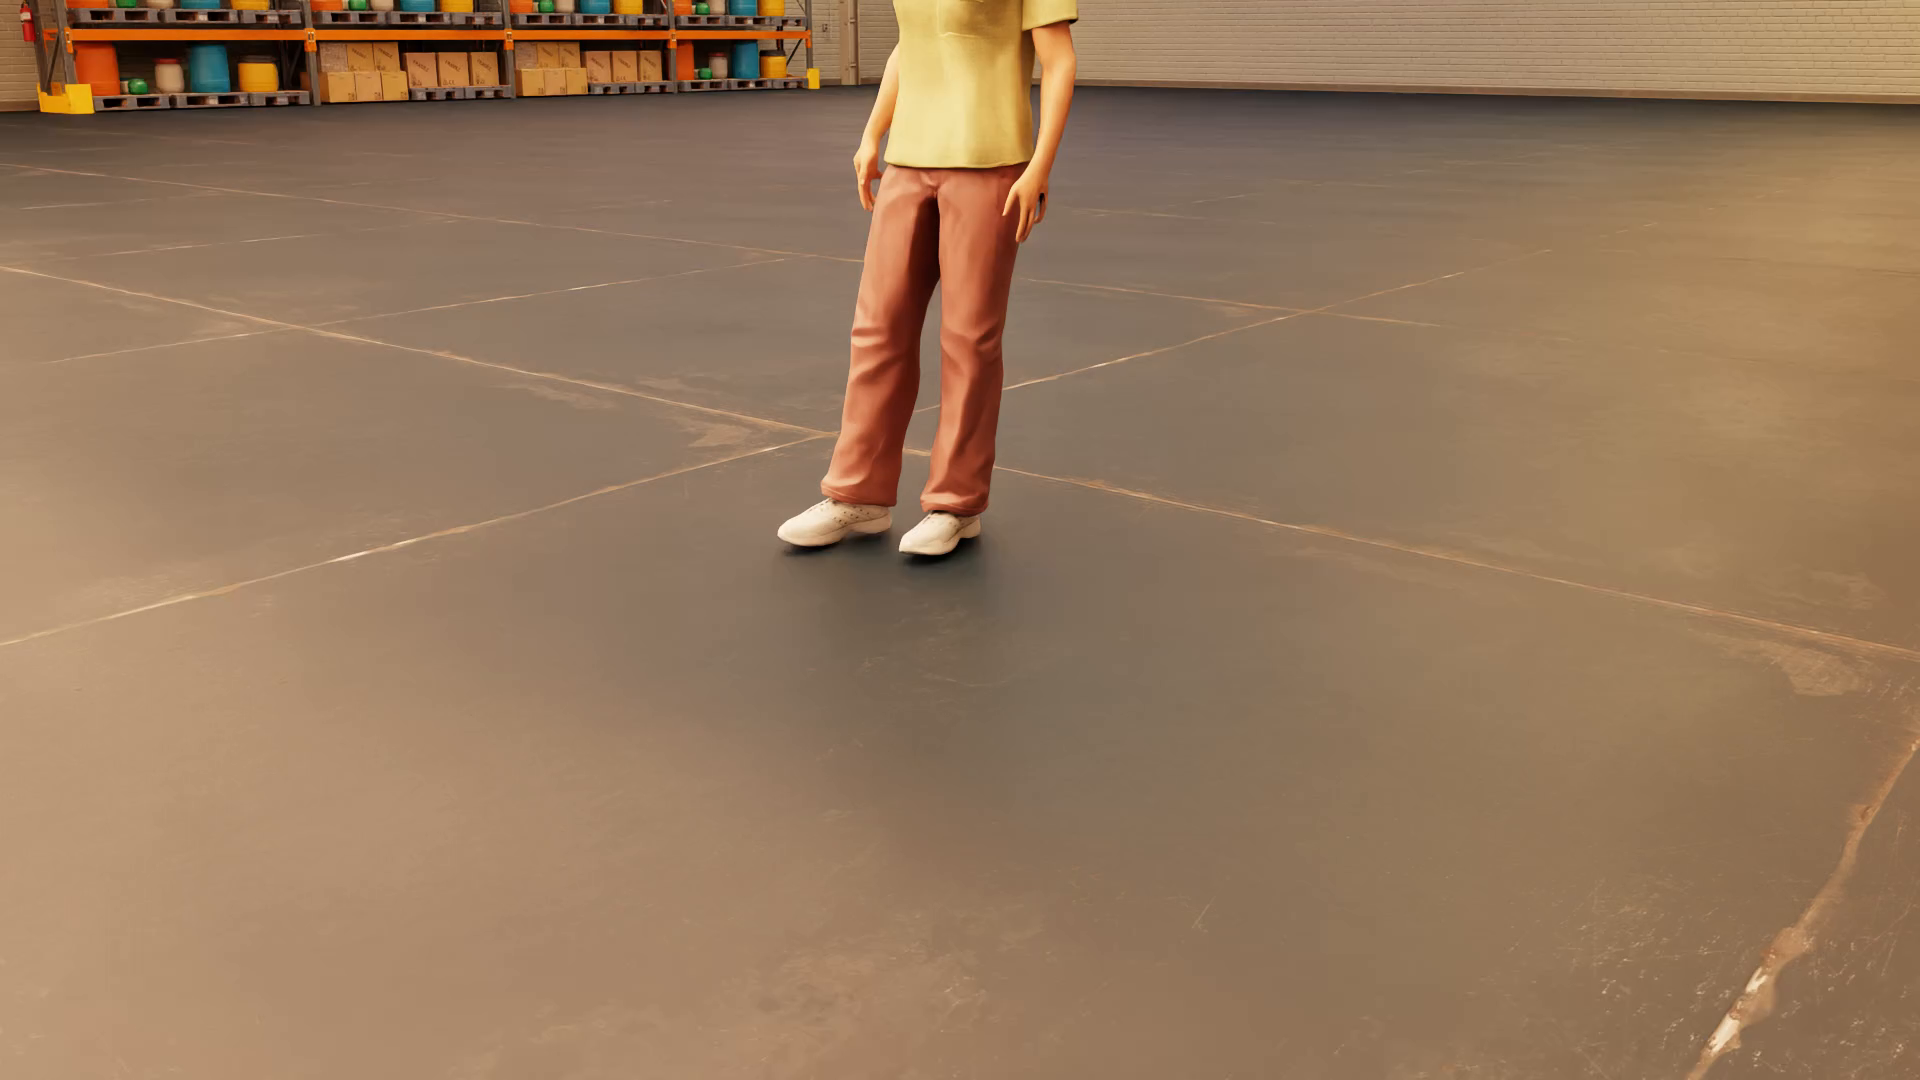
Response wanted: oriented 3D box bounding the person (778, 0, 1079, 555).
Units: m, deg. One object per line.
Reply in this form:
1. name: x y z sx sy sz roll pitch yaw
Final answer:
1. person: -0.056 -0.795 3.649 0.553 1.673 0.548 13 21 37
